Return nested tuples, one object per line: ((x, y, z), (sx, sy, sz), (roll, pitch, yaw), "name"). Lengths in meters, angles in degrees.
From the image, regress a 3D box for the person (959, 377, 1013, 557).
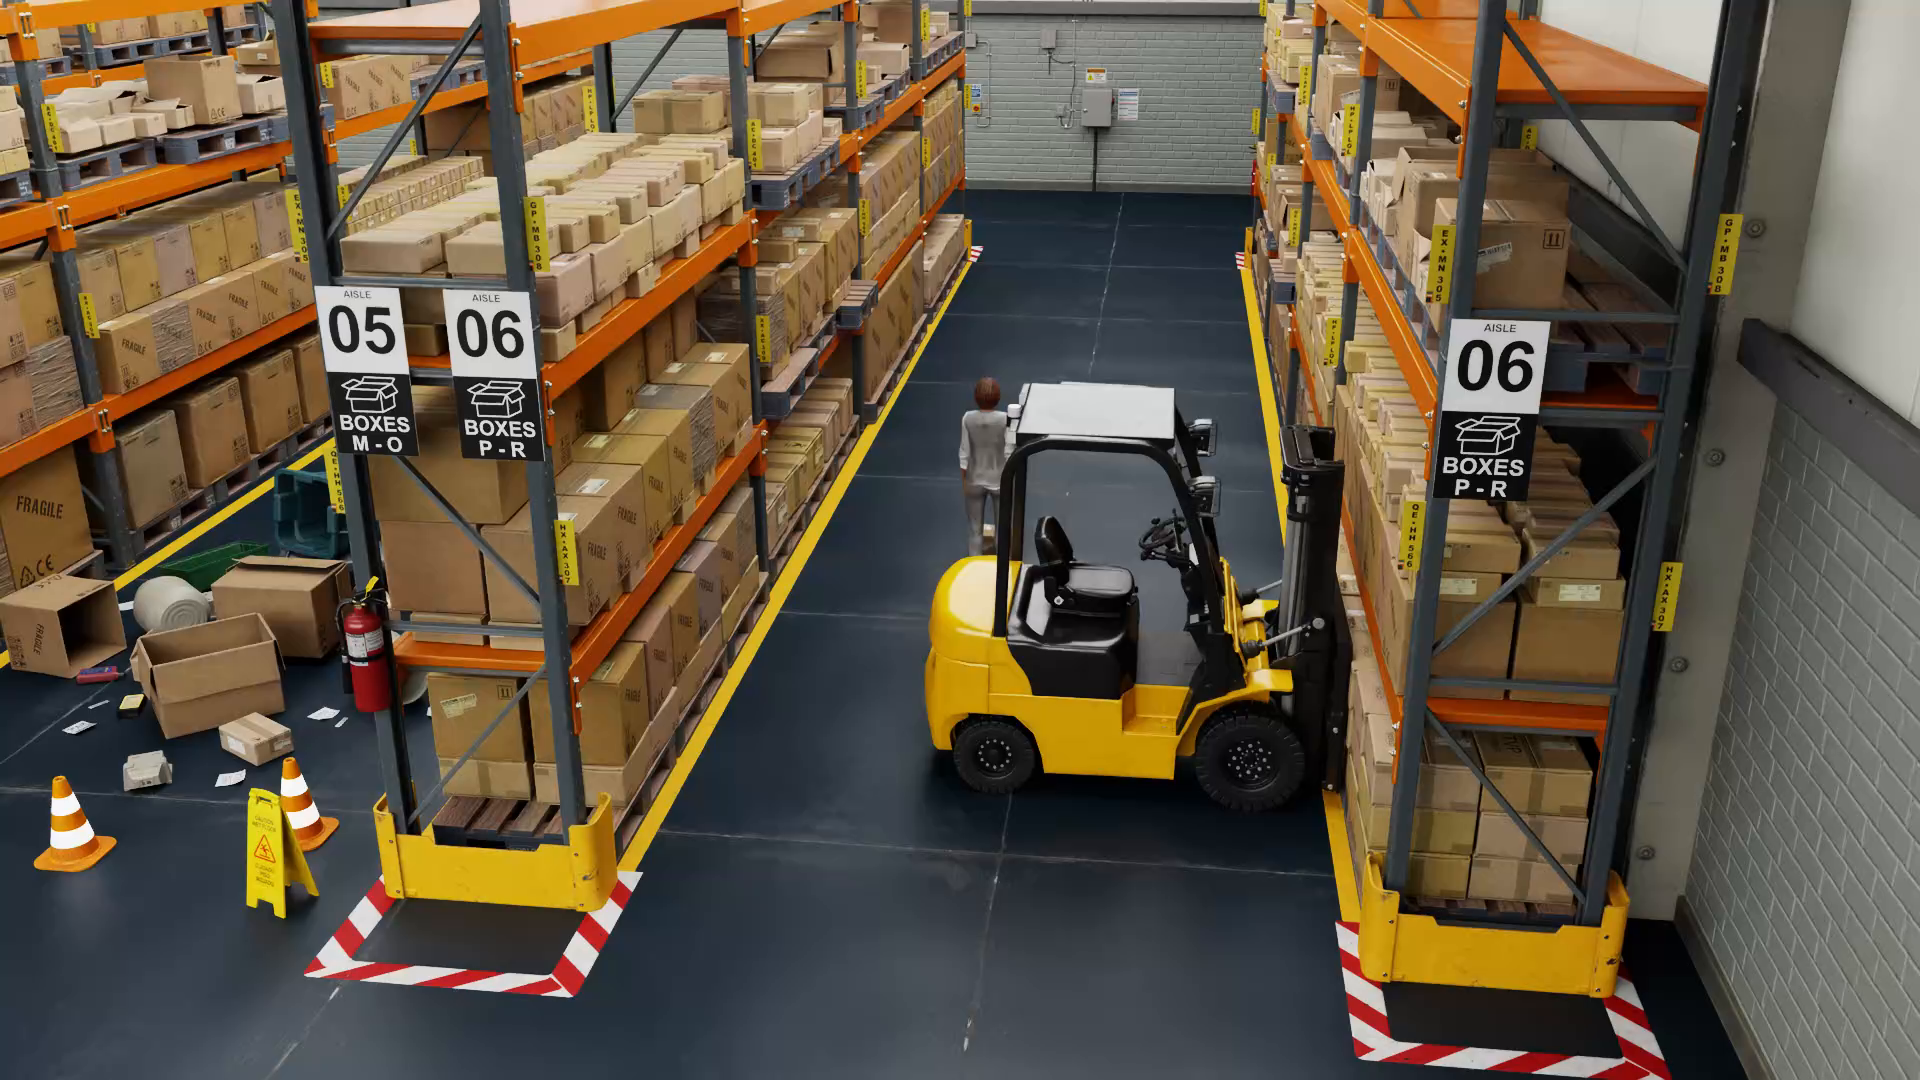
((0.192, -0.408, 12.157), (0.407, 1.586, 0.300), (3, 22, 7), "person")
